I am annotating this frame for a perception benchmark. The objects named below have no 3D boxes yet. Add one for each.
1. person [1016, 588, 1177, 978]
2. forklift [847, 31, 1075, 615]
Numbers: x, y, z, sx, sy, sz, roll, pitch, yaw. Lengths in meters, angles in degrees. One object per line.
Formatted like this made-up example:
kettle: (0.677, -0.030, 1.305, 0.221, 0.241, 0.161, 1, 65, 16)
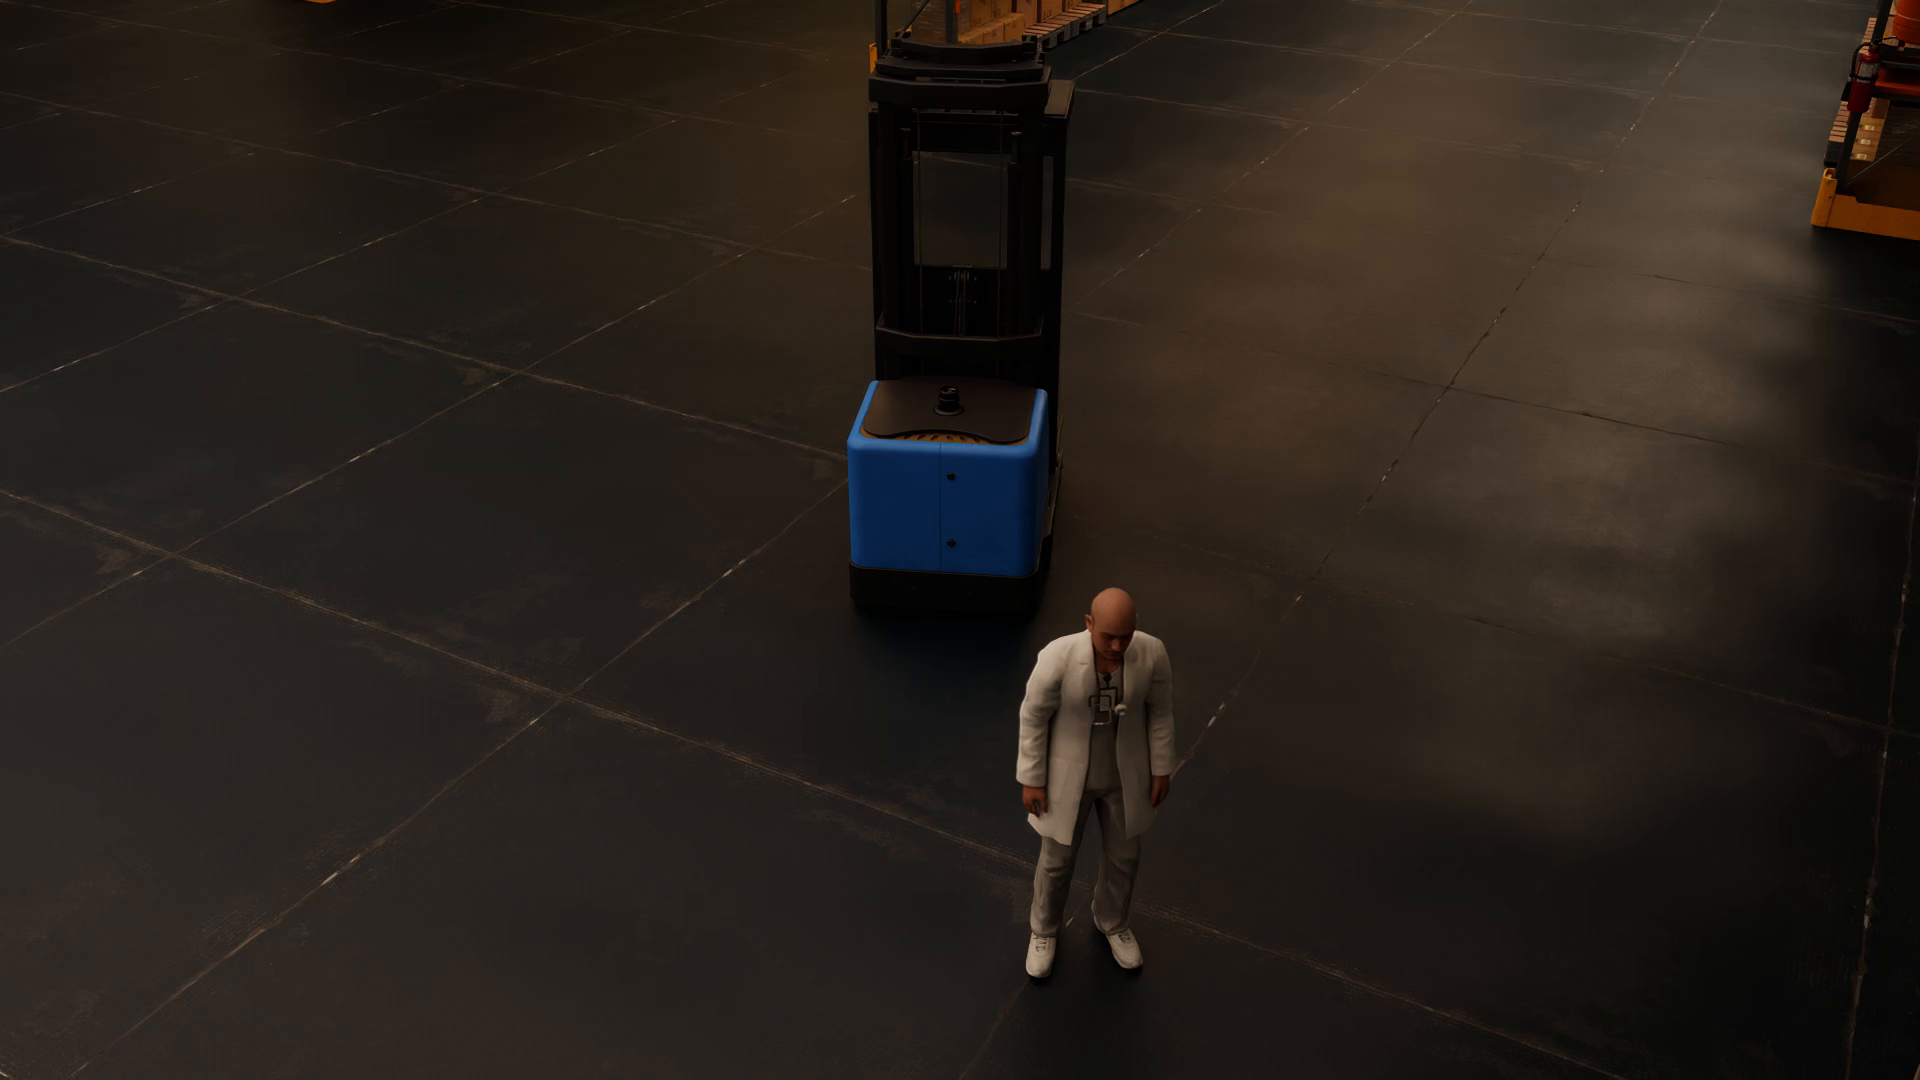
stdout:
person: (0.541, 0.937, 6.604, 0.646, 1.774, 0.420, -4, 30, -7)
forklift: (0.072, -1.572, 9.794, 1.130, 2.935, 3.031, 3, 30, 6)
